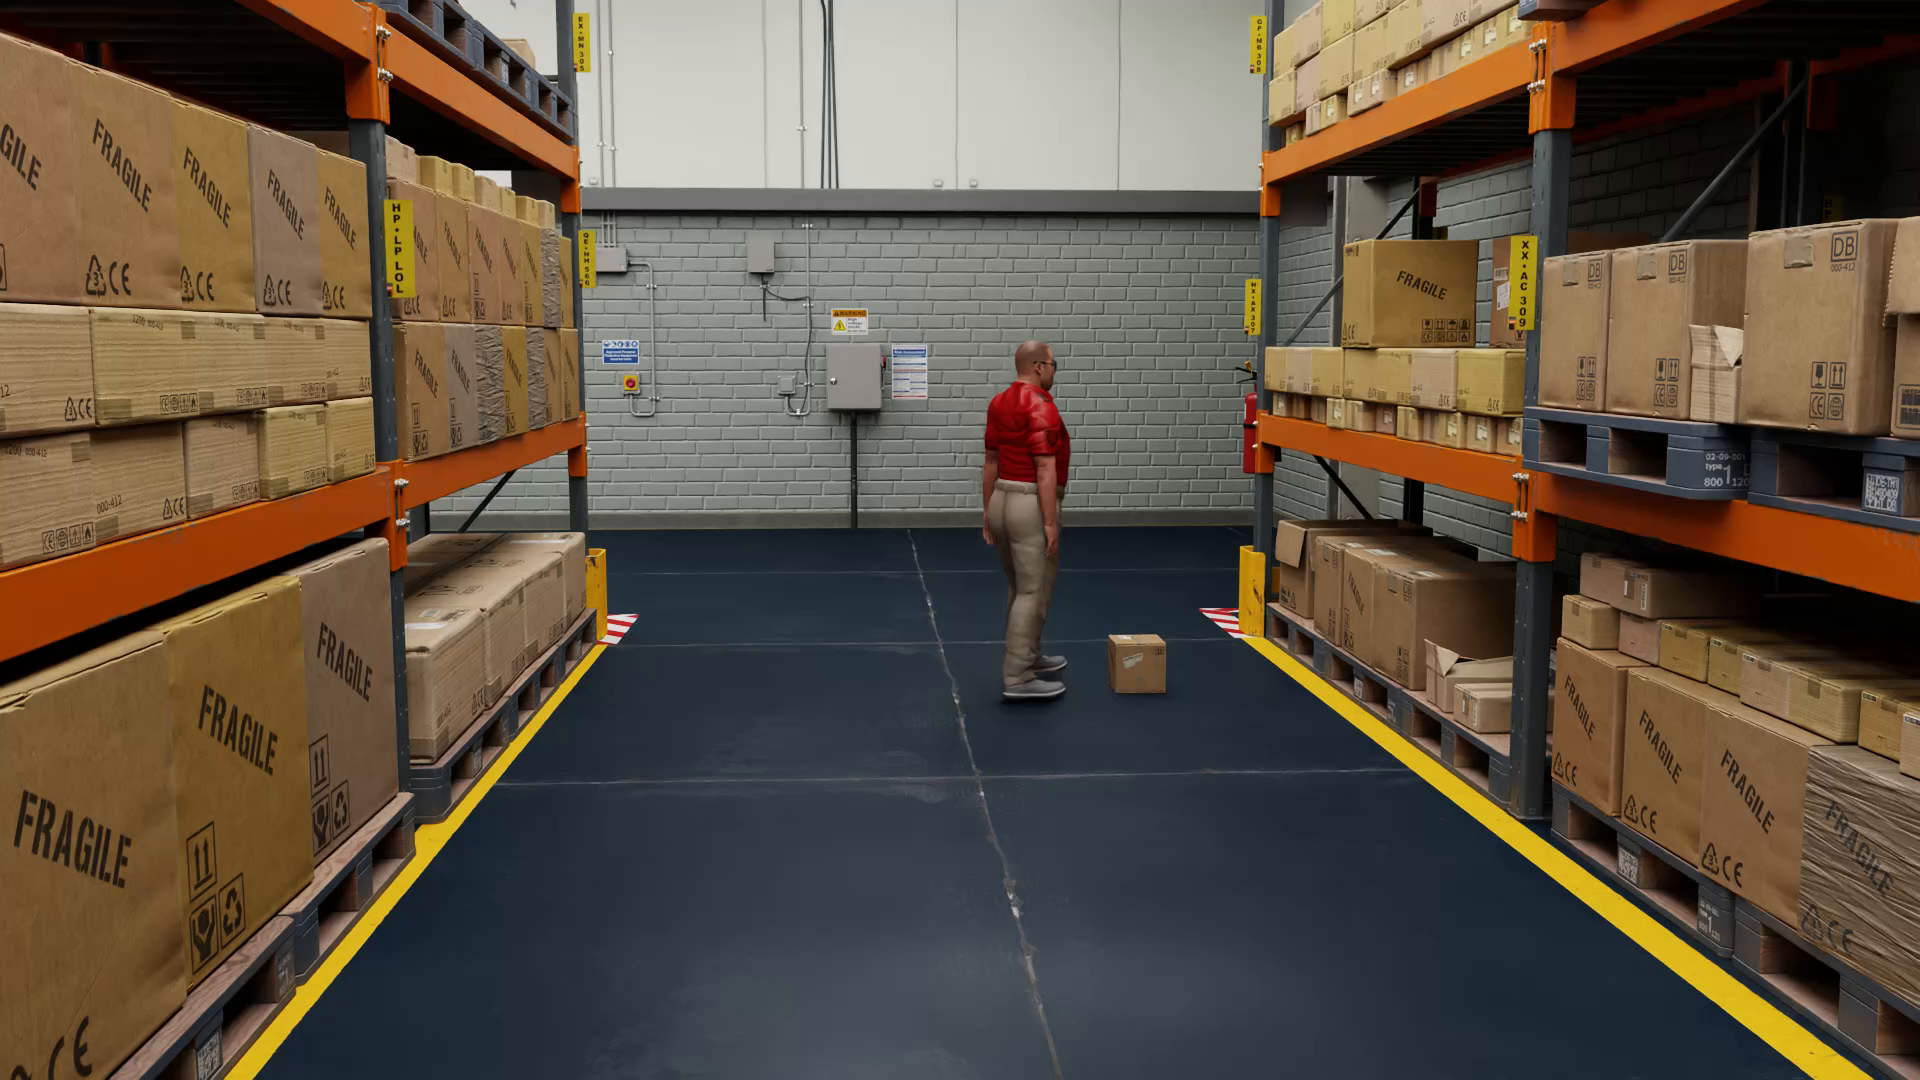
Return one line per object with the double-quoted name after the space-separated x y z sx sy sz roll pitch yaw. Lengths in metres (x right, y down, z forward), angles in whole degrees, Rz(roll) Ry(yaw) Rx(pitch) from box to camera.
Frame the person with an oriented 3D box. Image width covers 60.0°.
0.413 -0.116 8.195 0.624 1.721 0.625 -4 8 -31 "person"
